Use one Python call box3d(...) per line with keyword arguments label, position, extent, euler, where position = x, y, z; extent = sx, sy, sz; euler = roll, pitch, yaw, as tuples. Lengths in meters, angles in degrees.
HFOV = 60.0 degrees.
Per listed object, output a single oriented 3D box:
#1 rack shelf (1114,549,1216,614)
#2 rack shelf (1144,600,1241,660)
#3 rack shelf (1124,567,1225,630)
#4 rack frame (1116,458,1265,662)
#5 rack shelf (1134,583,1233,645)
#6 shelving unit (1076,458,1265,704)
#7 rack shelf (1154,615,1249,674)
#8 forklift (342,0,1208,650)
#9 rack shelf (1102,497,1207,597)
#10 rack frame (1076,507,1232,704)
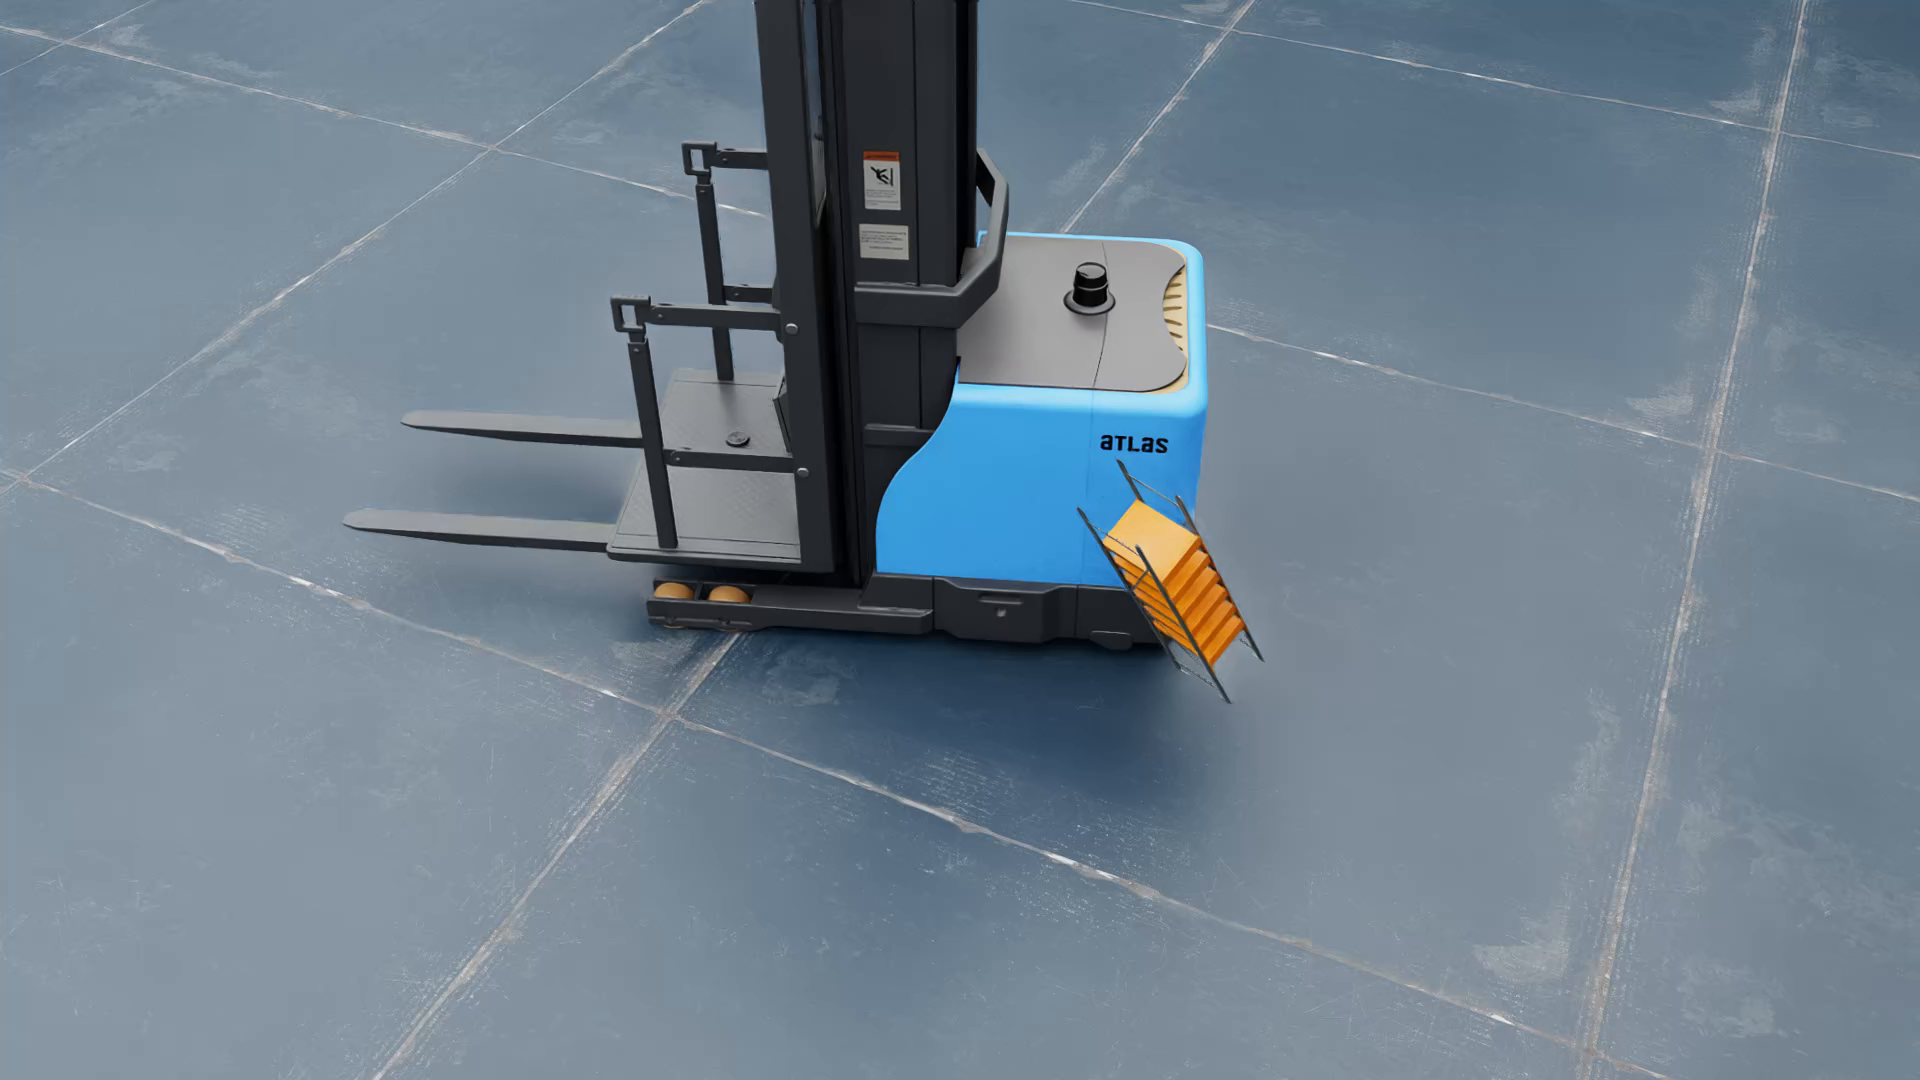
box3d(label="rack shelf", position=(0.614, 0.073, 5.029), extent=(0.258, 0.103, 0.180), euler=(34, 80, 33))
box3d(label="rack shelf", position=(0.739, 0.233, 5.326), extent=(0.258, 0.103, 0.180), euler=(34, 80, 33))
box3d(label="rack shelf", position=(0.656, 0.126, 5.128), extent=(0.258, 0.103, 0.180), euler=(34, 80, 33))
box3d(label="rack frame", position=(0.740, 0.090, 5.203), extent=(0.240, 1.200, 0.006), euler=(34, 80, 33))
box3d(label="rack shelf", position=(0.698, 0.179, 5.227), extent=(0.258, 0.103, 0.180), euler=(34, 80, 33))
box3d(label="shelving unit", position=(0.682, 0.160, 5.190), extent=(0.258, 1.200, 0.189), euler=(34, 80, 33))
box3d(label="rack shelf", position=(0.781, 0.286, 5.425), extent=(0.258, 0.103, 0.180), euler=(34, 80, 33))
box3d(label="forklift", position=(-0.686, -1.124, 5.309), extent=(3.031, 2.935, 1.130), euler=(3, 41, 4))
box3d(label="rack shelf", position=(0.572, 0.019, 4.930), extent=(0.258, 0.103, 0.180), euler=(34, 80, 33))
box3d(label="rack frame", position=(0.624, 0.229, 5.177), extent=(0.240, 1.200, 0.006), euler=(34, 80, 33))
